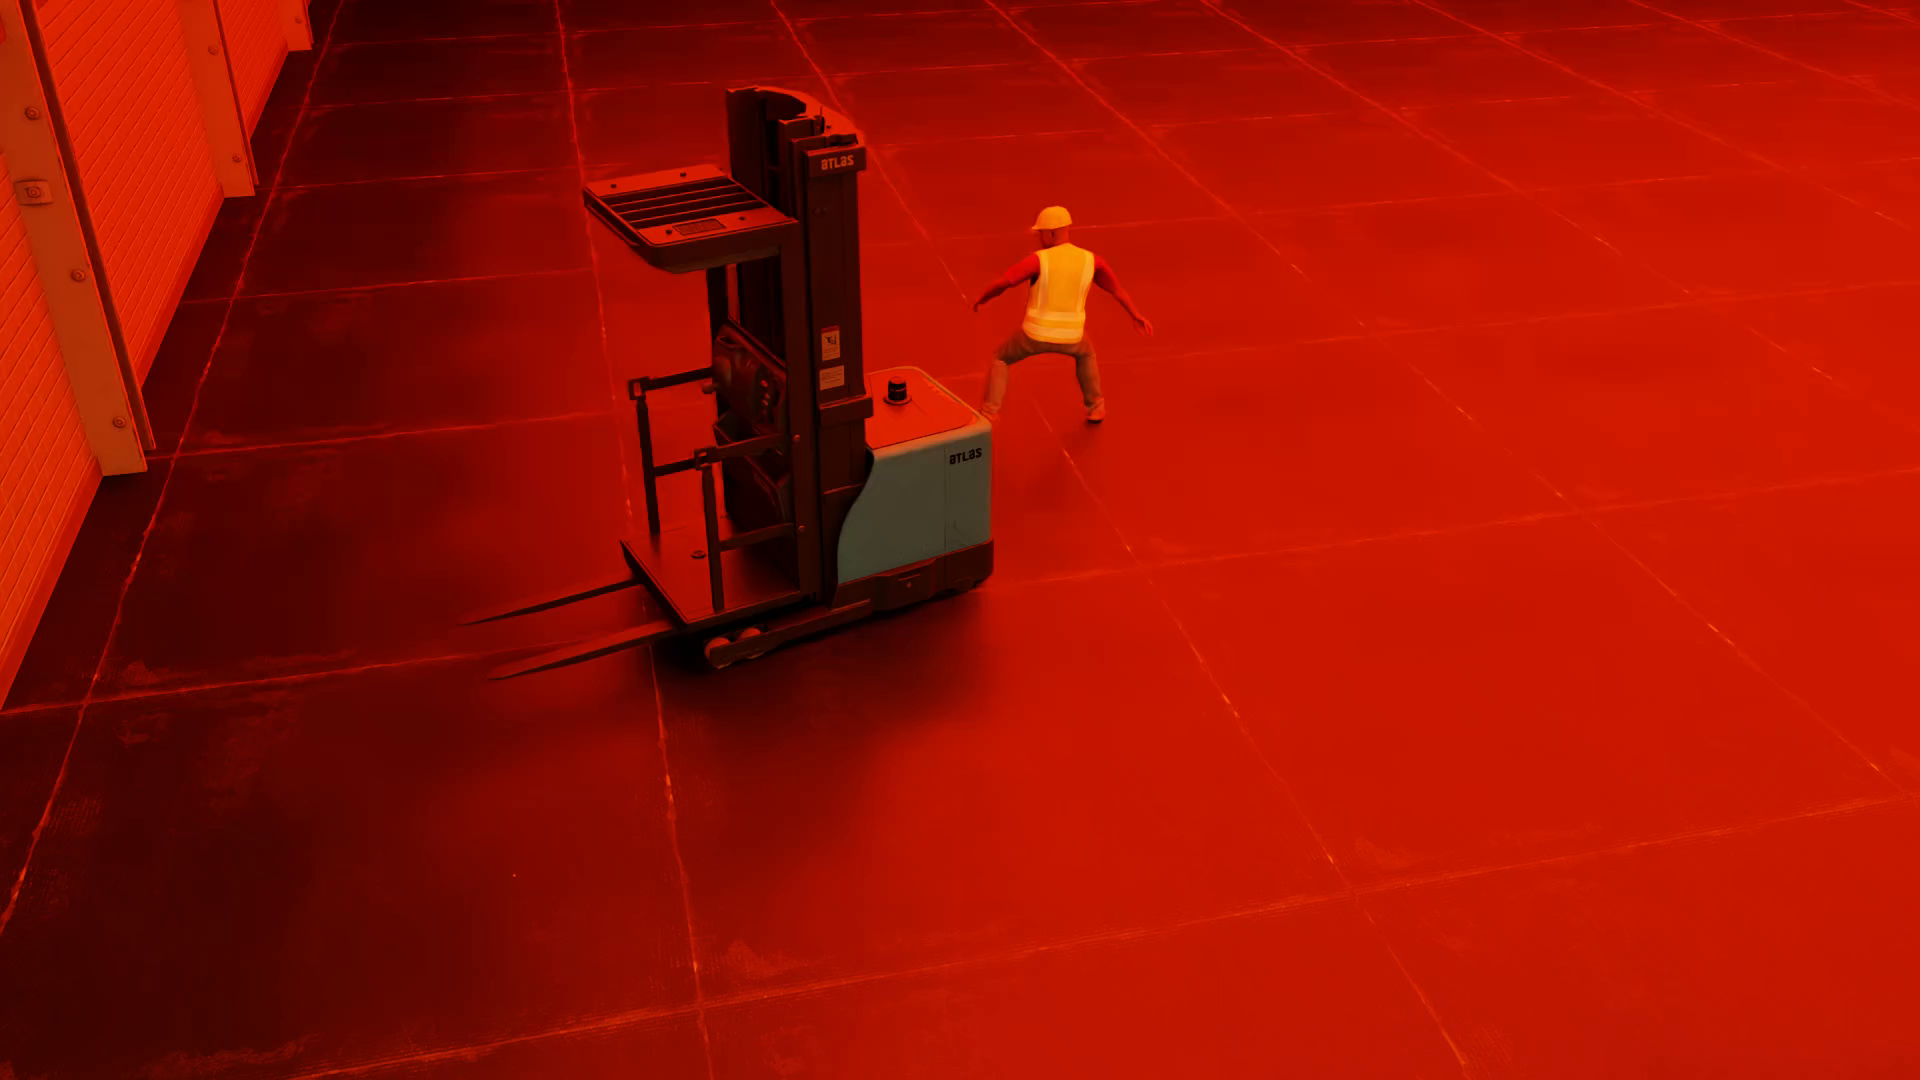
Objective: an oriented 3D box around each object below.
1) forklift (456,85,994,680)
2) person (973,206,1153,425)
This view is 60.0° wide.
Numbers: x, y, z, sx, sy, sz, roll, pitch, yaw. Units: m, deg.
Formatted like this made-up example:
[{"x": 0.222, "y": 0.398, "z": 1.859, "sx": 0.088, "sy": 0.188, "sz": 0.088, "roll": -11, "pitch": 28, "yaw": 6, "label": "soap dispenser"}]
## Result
[{"x": -1.337, "y": -0.858, "z": 9.057, "sx": 3.031, "sy": 2.935, "sz": 1.130, "roll": -16, "pitch": 34, "yaw": -25, "label": "forklift"}, {"x": 0.710, "y": -1.491, "z": 11.539, "sx": 1.227, "sy": 1.659, "sz": 0.533, "roll": -4, "pitch": 30, "yaw": -8, "label": "person"}]
